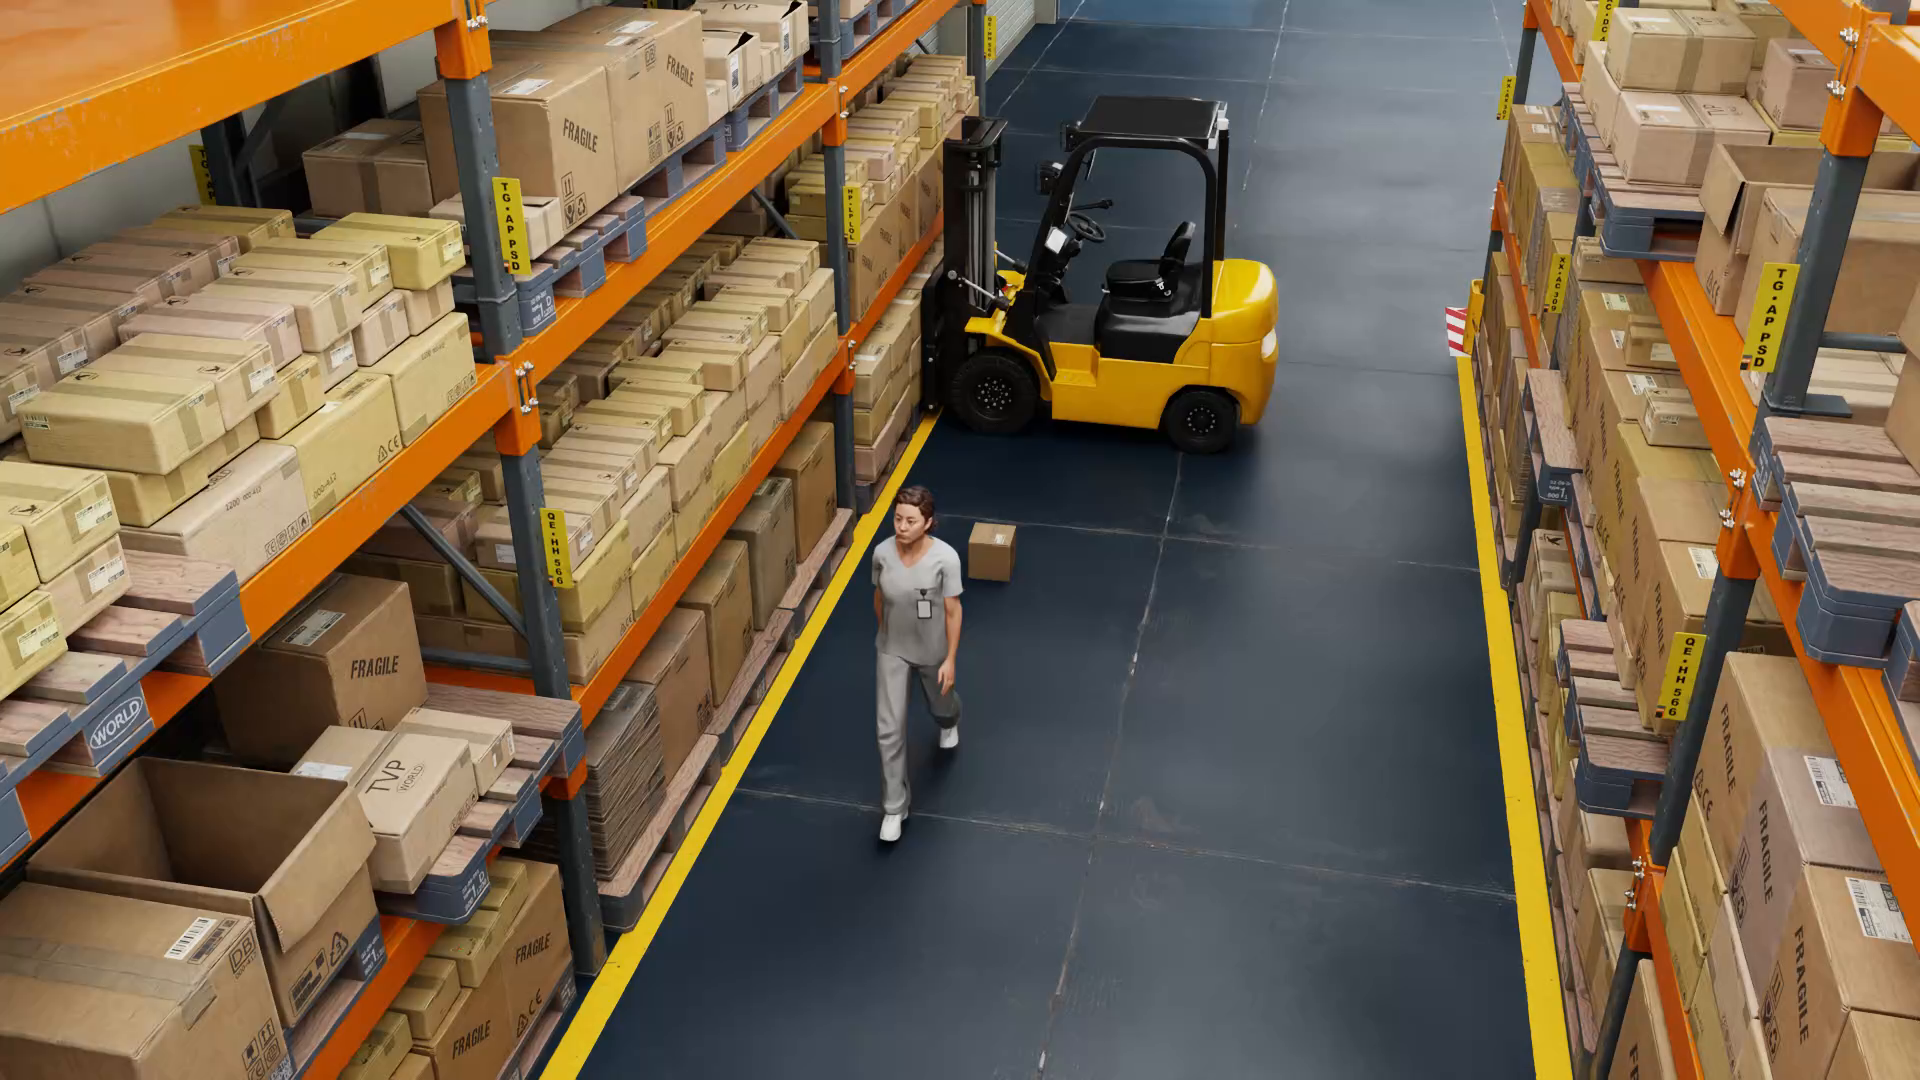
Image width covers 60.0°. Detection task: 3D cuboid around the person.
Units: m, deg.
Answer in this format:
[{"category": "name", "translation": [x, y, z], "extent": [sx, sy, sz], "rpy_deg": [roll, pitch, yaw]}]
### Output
[{"category": "person", "translation": [-0.199, 0.488, 7.725], "extent": [0.441, 1.625, 0.993], "rpy_deg": [4, 29, 8]}]
